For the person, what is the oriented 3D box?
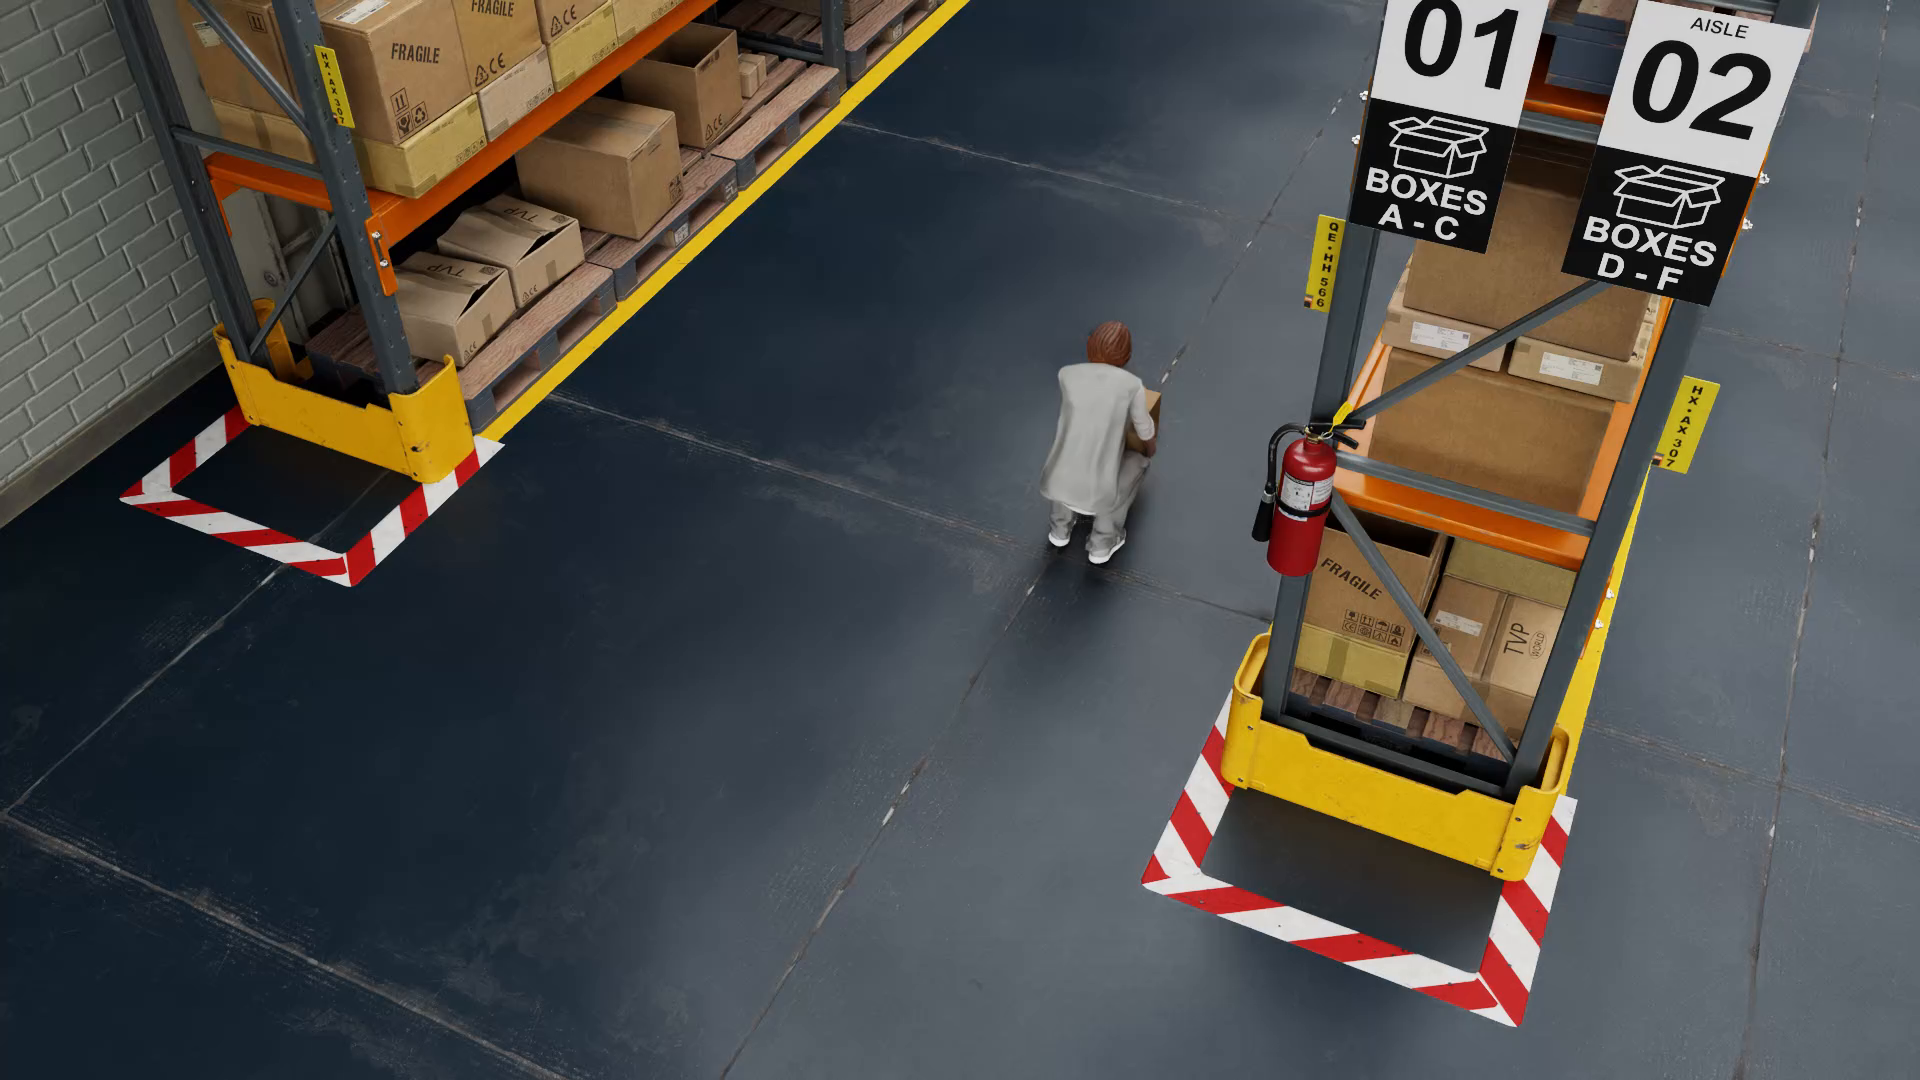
[{"bbox_3d":[0.594,-0.403,7.132,0.423,0.896,0.821,17,45,17],"label":"person"}]
